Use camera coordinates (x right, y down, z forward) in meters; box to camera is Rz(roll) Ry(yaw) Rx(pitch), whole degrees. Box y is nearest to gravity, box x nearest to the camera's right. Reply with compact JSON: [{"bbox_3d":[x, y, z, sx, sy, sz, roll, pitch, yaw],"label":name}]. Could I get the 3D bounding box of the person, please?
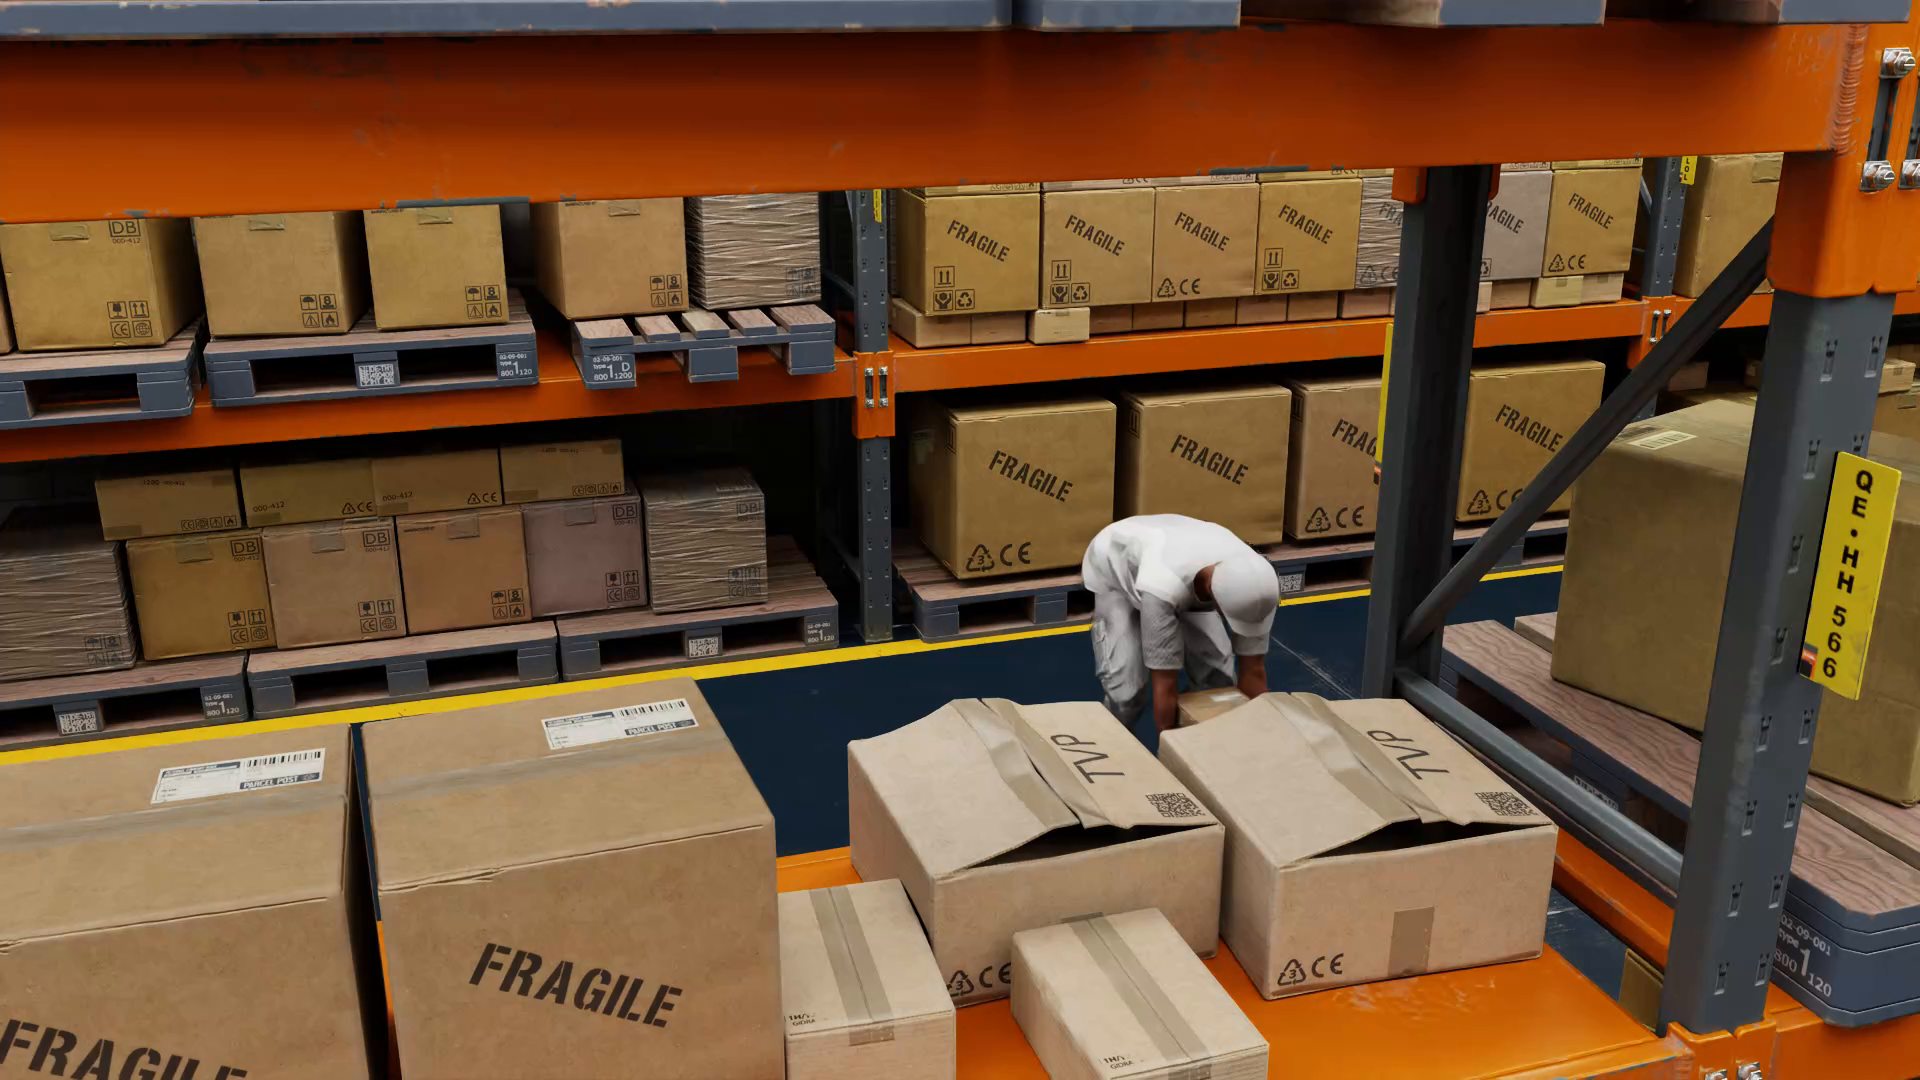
[{"bbox_3d":[0.774,0.451,5.768,0.532,1.102,0.976,-7,20,-20],"label":"person"}]
